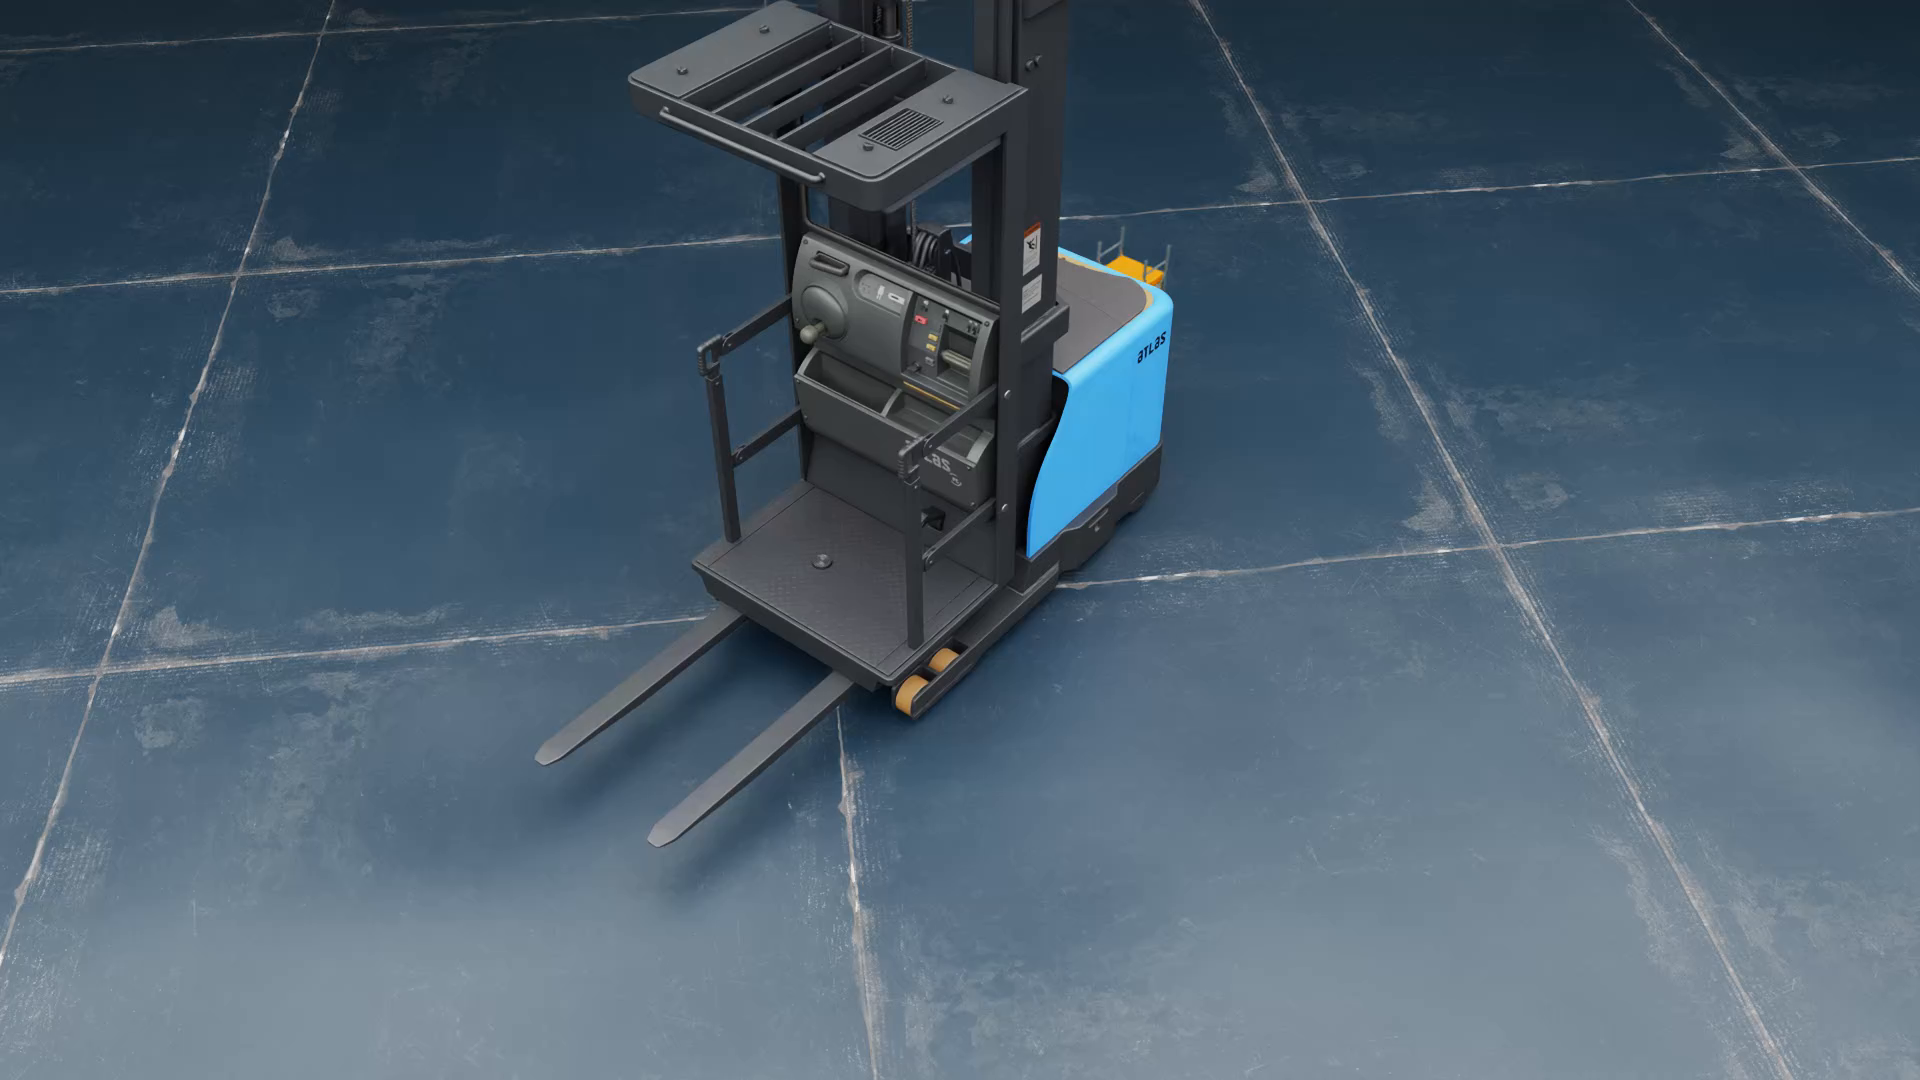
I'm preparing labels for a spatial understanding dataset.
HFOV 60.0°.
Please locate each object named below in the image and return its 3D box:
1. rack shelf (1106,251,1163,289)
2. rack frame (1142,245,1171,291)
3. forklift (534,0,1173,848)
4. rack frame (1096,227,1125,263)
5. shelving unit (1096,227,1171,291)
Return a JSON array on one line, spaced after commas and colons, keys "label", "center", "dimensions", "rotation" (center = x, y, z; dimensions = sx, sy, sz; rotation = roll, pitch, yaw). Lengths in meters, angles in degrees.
[{"label": "rack shelf", "center": [0.758, -1.110, 7.493], "dimensions": [0.240, 0.259, 0.215], "rotation": [28, 45, 27]}, {"label": "rack frame", "center": [0.840, -0.846, 7.608], "dimensions": [0.008, 1.050, 0.200], "rotation": [28, 45, 27]}, {"label": "forklift", "center": [-0.393, -0.758, 6.118], "dimensions": [1.130, 2.935, 3.031], "rotation": [28, 49, 28]}, {"label": "rack frame", "center": [0.648, -0.947, 7.720], "dimensions": [0.008, 1.050, 0.200], "rotation": [28, 45, 27]}, {"label": "shelving unit", "center": [0.744, -0.896, 7.664], "dimensions": [0.252, 1.050, 0.215], "rotation": [28, 45, 27]}]
